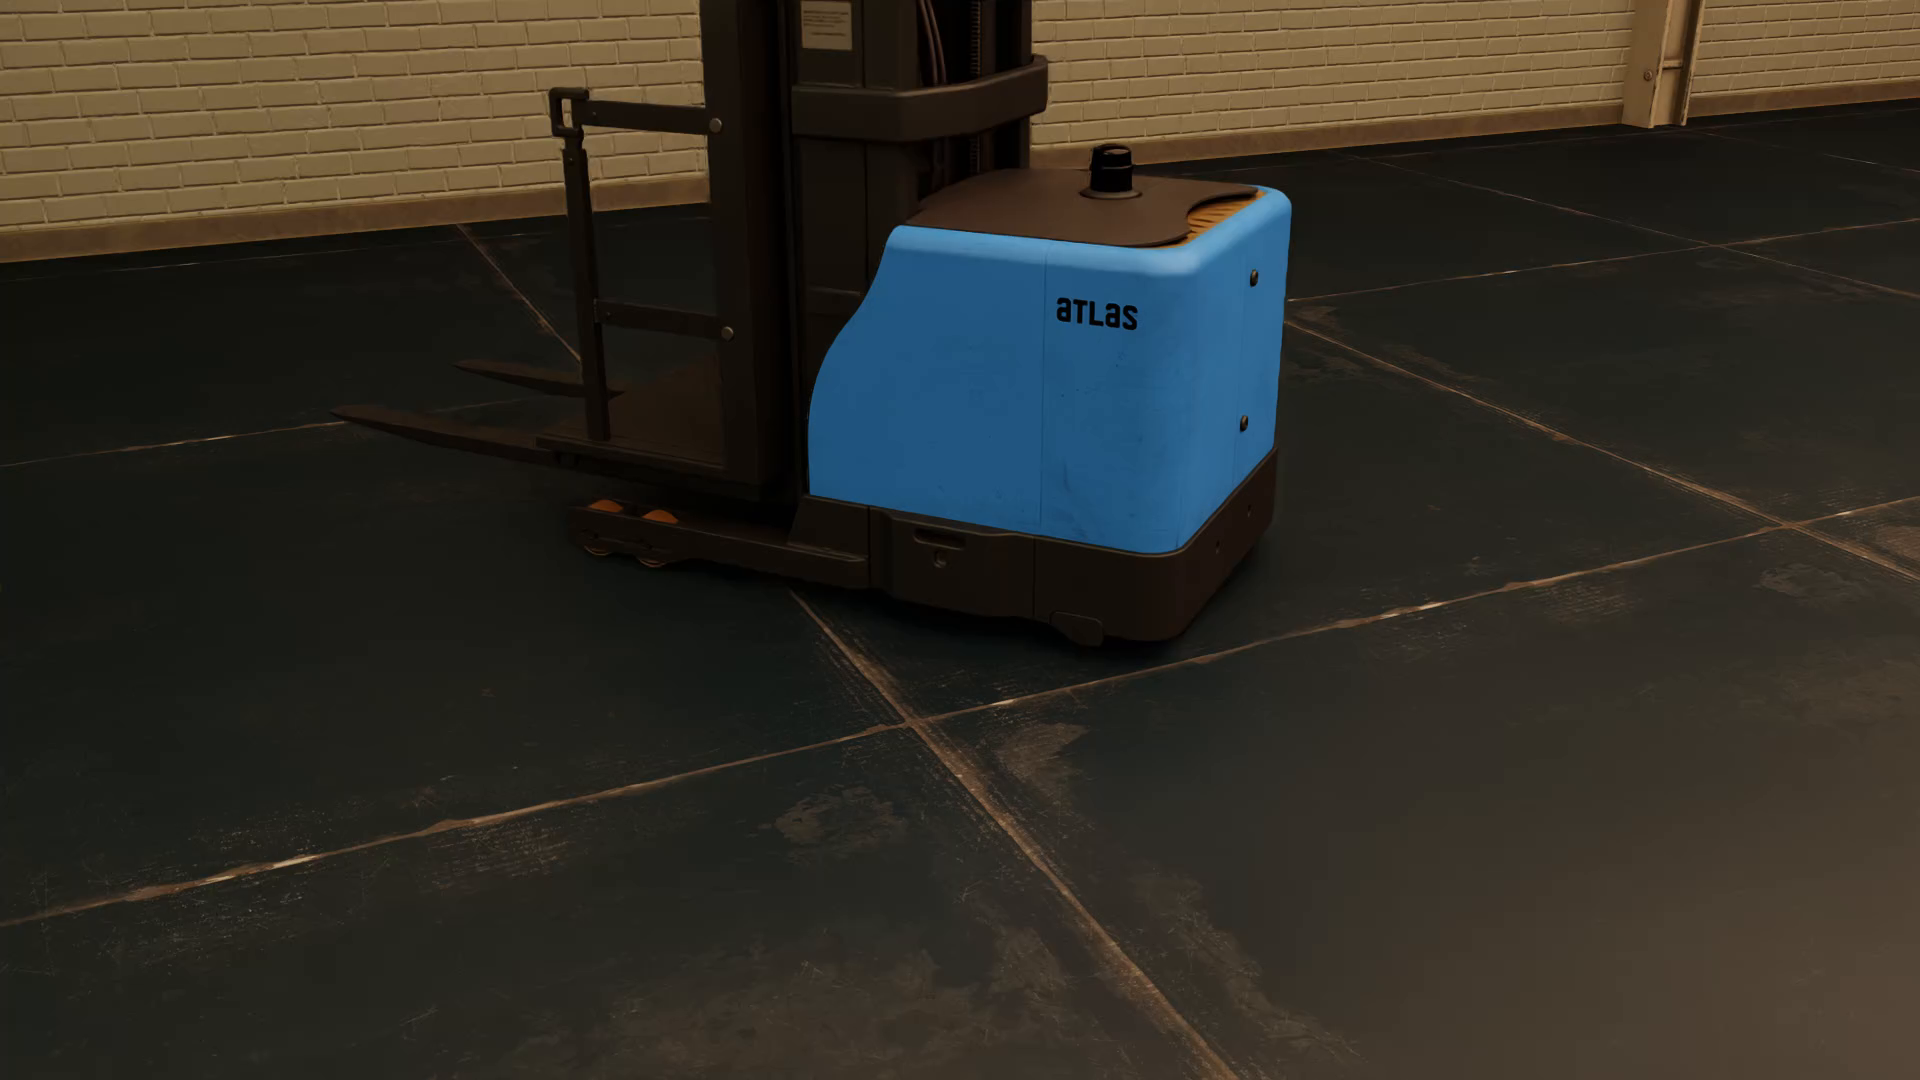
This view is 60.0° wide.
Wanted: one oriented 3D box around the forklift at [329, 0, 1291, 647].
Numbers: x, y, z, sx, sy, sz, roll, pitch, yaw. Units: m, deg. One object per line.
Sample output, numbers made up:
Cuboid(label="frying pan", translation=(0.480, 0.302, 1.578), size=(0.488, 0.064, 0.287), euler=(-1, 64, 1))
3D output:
Cuboid(label="forklift", translation=(-0.605, -1.443, 4.760), size=(3.031, 2.935, 1.130), euler=(10, 25, 23))
